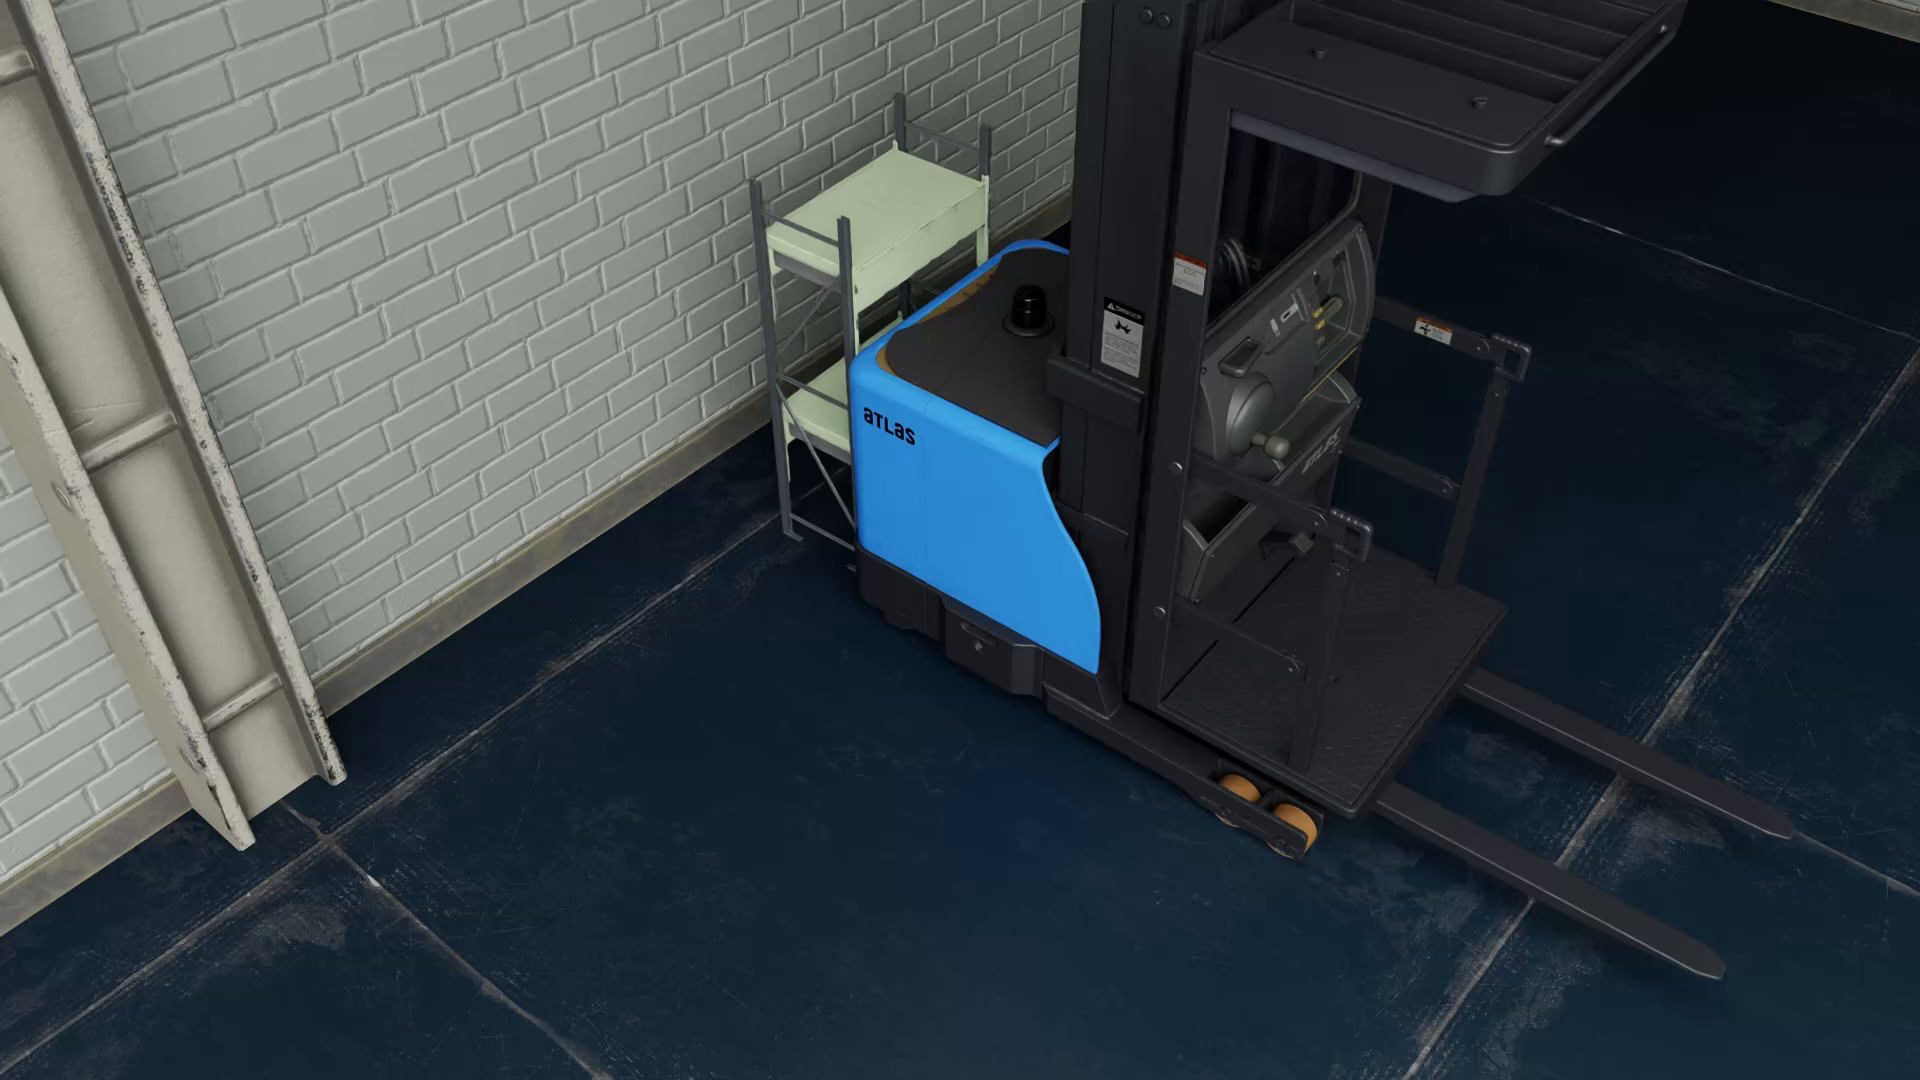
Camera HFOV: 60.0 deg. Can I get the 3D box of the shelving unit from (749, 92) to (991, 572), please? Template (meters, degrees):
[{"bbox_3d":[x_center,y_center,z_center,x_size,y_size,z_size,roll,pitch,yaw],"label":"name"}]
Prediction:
[{"bbox_3d":[-0.282,-0.702,5.908,0.431,1.500,0.755,27,49,27],"label":"shelving unit"}]

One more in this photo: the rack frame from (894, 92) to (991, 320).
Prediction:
[{"bbox_3d":[-0.061,-0.898,6.123,0.400,1.500,0.023,27,49,27],"label":"rack frame"}]

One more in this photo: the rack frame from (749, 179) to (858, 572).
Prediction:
[{"bbox_3d":[-0.504,-0.506,5.692,0.400,1.500,0.023,27,49,27],"label":"rack frame"}]

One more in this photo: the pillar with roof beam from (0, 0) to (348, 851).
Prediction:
[{"bbox_3d":[1.063,-0.662,0.290,9.100,9.000,0.400,29,50,28],"label":"pillar with roof beam"}]

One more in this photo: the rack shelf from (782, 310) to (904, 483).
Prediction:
[{"bbox_3d":[-0.282,-0.461,6.127,0.431,0.370,0.720,27,49,27],"label":"rack shelf"}]

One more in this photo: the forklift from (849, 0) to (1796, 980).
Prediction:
[{"bbox_3d":[1.104,-0.508,4.630,3.031,2.935,1.130,28,49,27],"label":"forklift"}]

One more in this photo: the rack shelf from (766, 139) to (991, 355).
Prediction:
[{"bbox_3d":[-0.282,-0.991,5.645,0.431,0.370,0.720,27,49,27],"label":"rack shelf"}]
